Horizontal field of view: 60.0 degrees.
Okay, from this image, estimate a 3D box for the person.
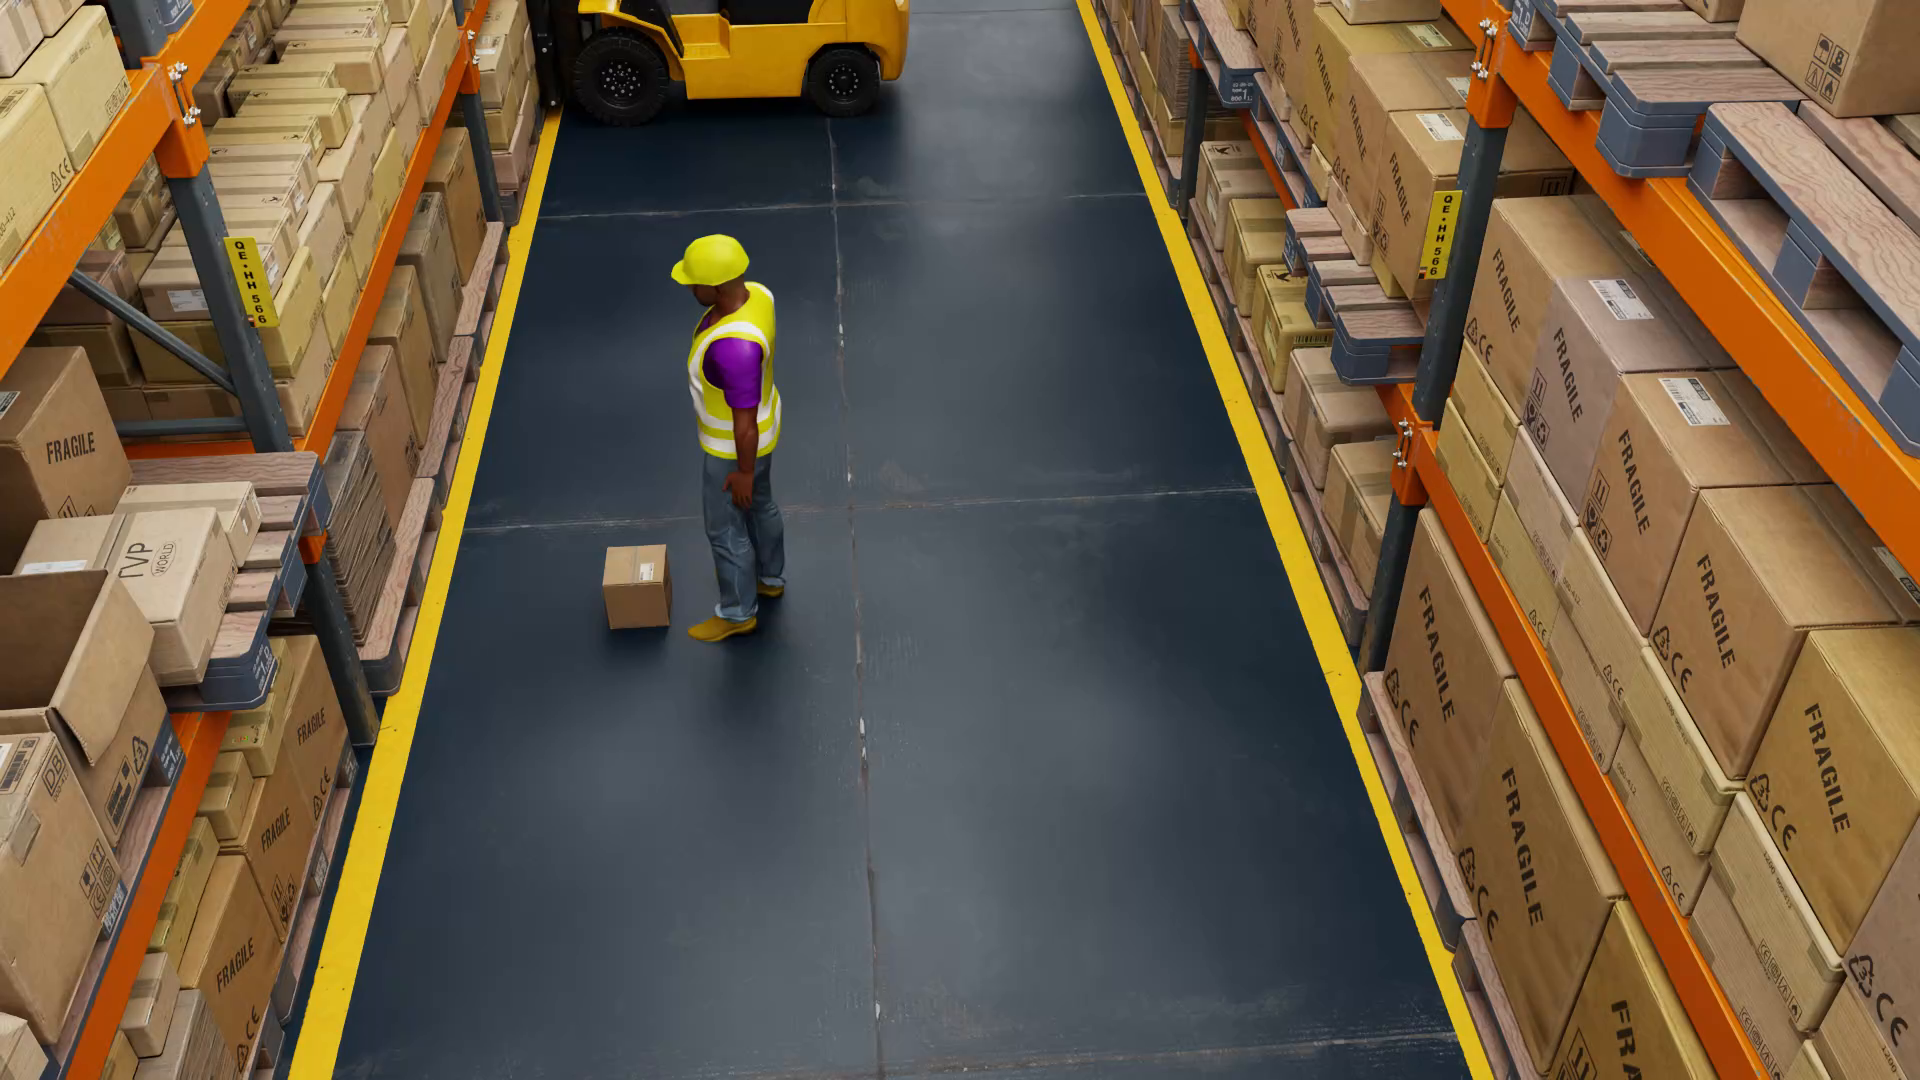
[{"bbox_3d":[-0.929,-0.424,6.666,0.444,1.806,0.631,2,39,2],"label":"person"}]
